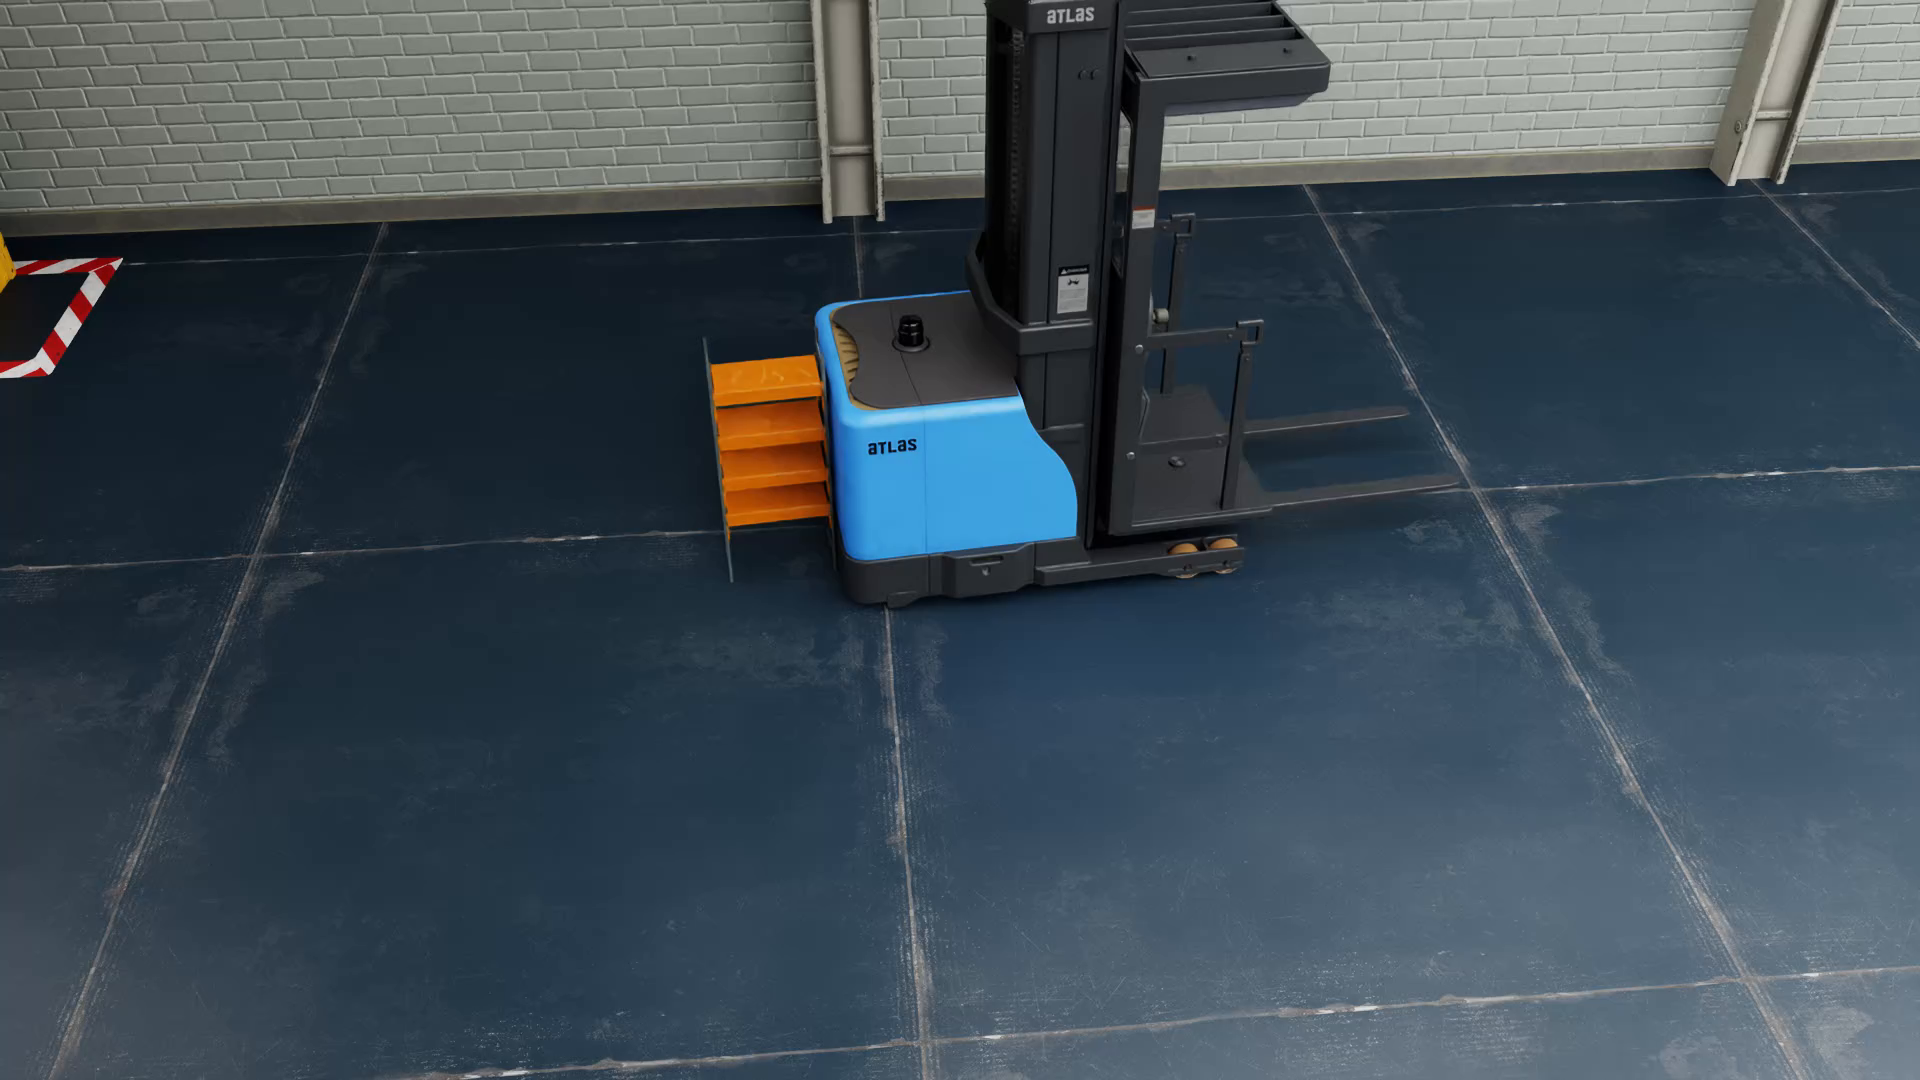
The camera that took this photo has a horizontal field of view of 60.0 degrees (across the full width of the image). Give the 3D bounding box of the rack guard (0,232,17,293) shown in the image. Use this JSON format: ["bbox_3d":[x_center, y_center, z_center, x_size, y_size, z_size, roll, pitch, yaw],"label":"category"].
[{"bbox_3d":[-5.871,-1.483,9.548,0.348,0.500,1.175,-3,38,-4],"label":"rack guard"}]

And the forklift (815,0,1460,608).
[{"bbox_3d":[0.880,-1.285,7.334,3.031,2.935,1.130,-7,39,-8],"label":"forklift"}]

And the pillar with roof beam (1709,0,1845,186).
[{"bbox_3d":[5.666,-3.338,5.038,0.400,9.000,9.100,-3,38,-4],"label":"pillar with roof beam"}]

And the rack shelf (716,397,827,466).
[{"bbox_3d":[-0.853,-0.491,7.474,0.480,0.148,0.258,-7,39,-8],"label":"rack shelf"}]

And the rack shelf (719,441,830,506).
[{"bbox_3d":[-0.853,-0.316,7.612,0.480,0.148,0.258,-7,39,-8],"label":"rack shelf"}]

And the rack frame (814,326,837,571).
[{"bbox_3d":[-0.613,-0.397,7.606,0.015,1.200,0.240,-7,39,-8],"label":"rack frame"}]

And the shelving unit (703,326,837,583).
[{"bbox_3d":[-0.853,-0.369,7.570,0.503,1.200,0.258,-7,39,-8],"label":"shelving unit"}]

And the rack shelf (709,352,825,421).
[{"bbox_3d":[-0.853,-0.677,7.327,0.480,0.148,0.258,-7,39,-8],"label":"rack shelf"}]

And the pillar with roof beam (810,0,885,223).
[{"bbox_3d":[-0.310,-3.009,4.621,0.400,9.000,9.100,-3,38,-4],"label":"pillar with roof beam"}]

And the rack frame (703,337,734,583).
[{"bbox_3d":[-1.093,-0.341,7.535,0.015,1.200,0.240,-7,39,-8],"label":"rack frame"}]

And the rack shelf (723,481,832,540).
[{"bbox_3d":[-0.853,-0.160,7.735,0.480,0.148,0.258,-7,39,-8],"label":"rack shelf"}]
